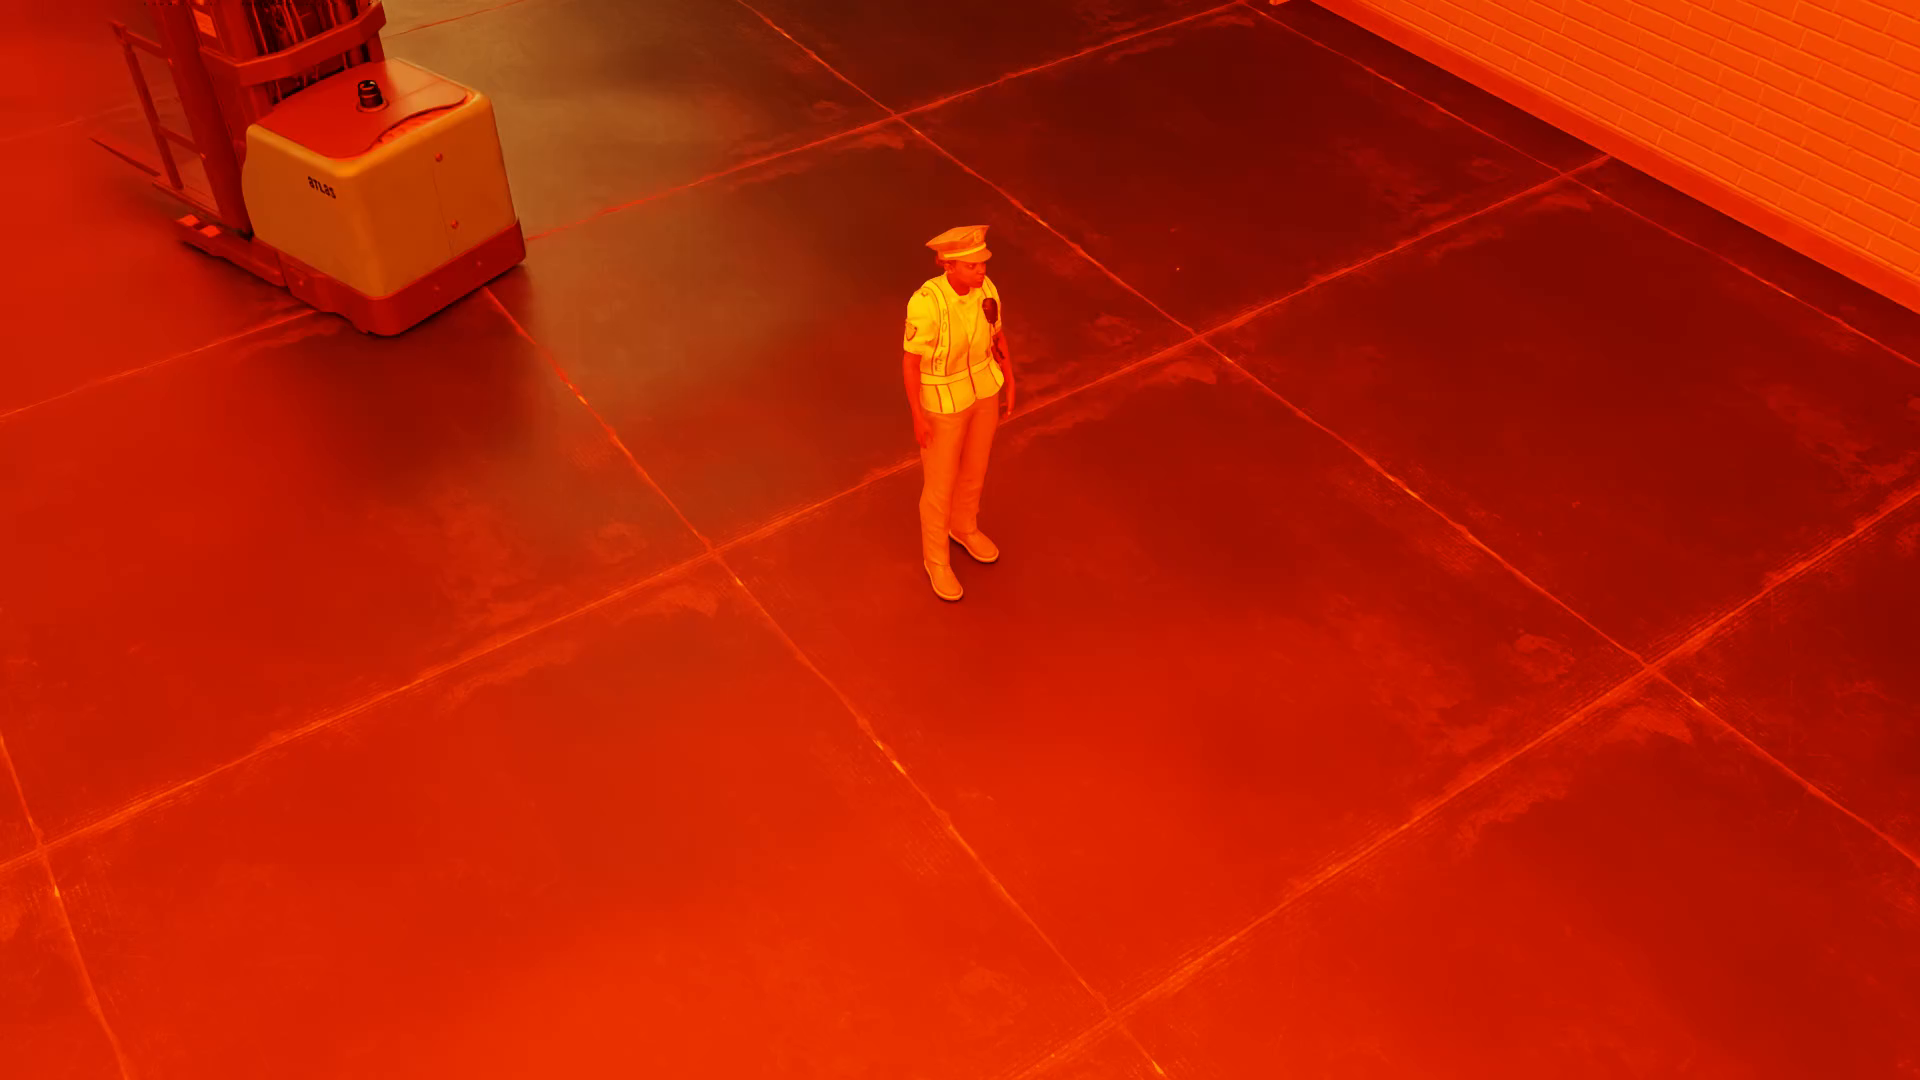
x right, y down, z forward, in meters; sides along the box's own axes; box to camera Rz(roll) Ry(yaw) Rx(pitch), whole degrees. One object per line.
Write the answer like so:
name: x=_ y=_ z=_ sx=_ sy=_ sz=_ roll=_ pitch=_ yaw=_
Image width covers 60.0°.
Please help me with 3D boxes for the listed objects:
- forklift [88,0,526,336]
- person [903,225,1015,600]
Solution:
forklift: x=-3.976 y=-2.993 z=8.964 sx=3.031 sy=2.935 sz=1.130 roll=27 pitch=49 yaw=26
person: x=0.026 y=-0.579 z=7.246 sx=0.569 sy=1.695 sz=0.530 roll=-25 pitch=48 yaw=-25
